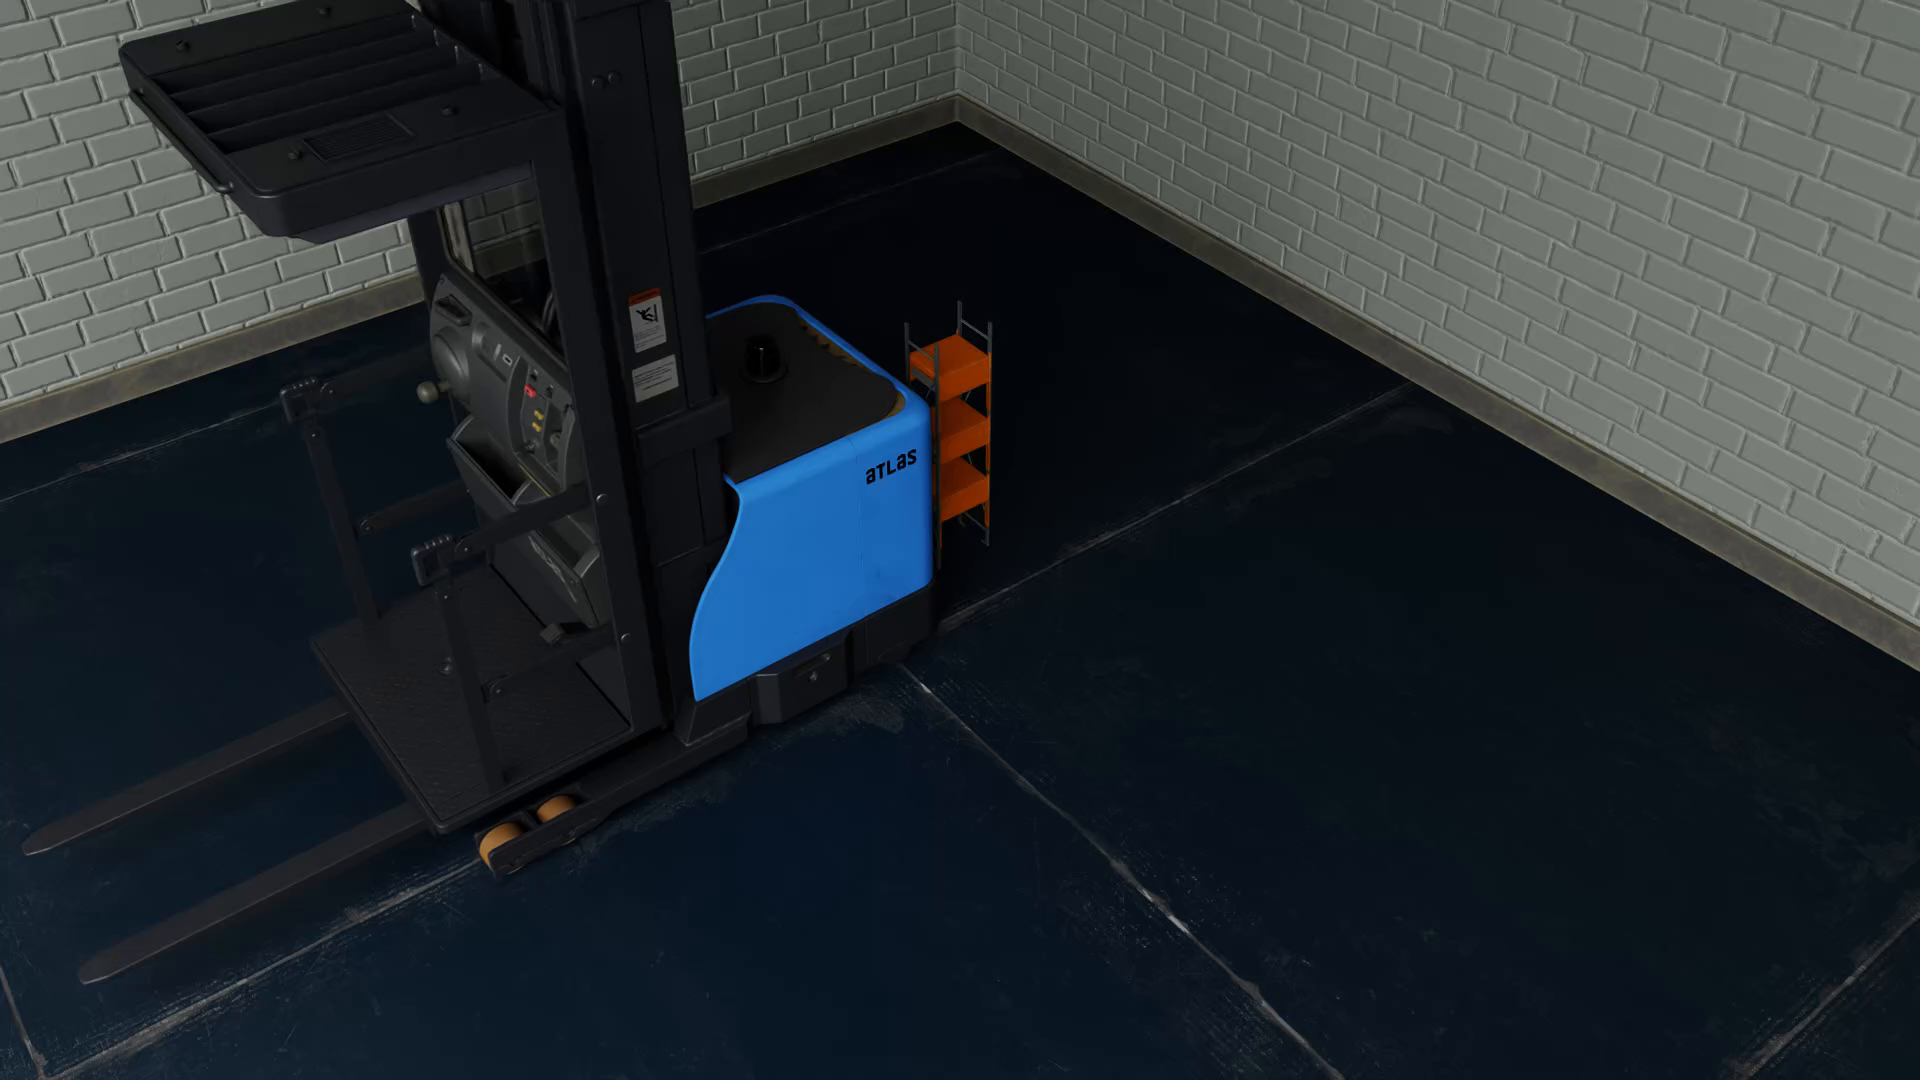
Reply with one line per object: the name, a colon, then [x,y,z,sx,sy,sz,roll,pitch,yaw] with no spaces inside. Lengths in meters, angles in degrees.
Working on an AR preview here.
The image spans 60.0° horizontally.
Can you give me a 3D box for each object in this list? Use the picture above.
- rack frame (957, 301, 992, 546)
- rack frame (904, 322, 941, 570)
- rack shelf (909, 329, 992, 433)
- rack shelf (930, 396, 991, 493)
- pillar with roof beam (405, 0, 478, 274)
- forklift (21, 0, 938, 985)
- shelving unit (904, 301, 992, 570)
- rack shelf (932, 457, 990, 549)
rack frame: [0.054,-0.432,6.449,0.008,1.050,0.200,-26,46,-28]
rack frame: [-0.139,-0.338,6.334,0.008,1.050,0.200,-26,46,-28]
rack shelf: [-0.042,-0.596,6.219,0.240,0.259,0.215,-26,46,-28]
rack shelf: [-0.042,-0.377,6.399,0.240,0.259,0.215,-26,46,-28]
pillar with roof beam: [0.324,-2.563,2.779,0.400,9.000,9.100,-26,46,-28]
forklift: [-1.557,-0.427,4.959,3.031,2.935,1.130,-26,46,-28]
shelving unit: [-0.042,-0.385,6.392,0.252,1.050,0.215,-26,46,-28]
rack shelf: [-0.042,-0.162,6.575,0.240,0.259,0.215,-26,46,-28]
